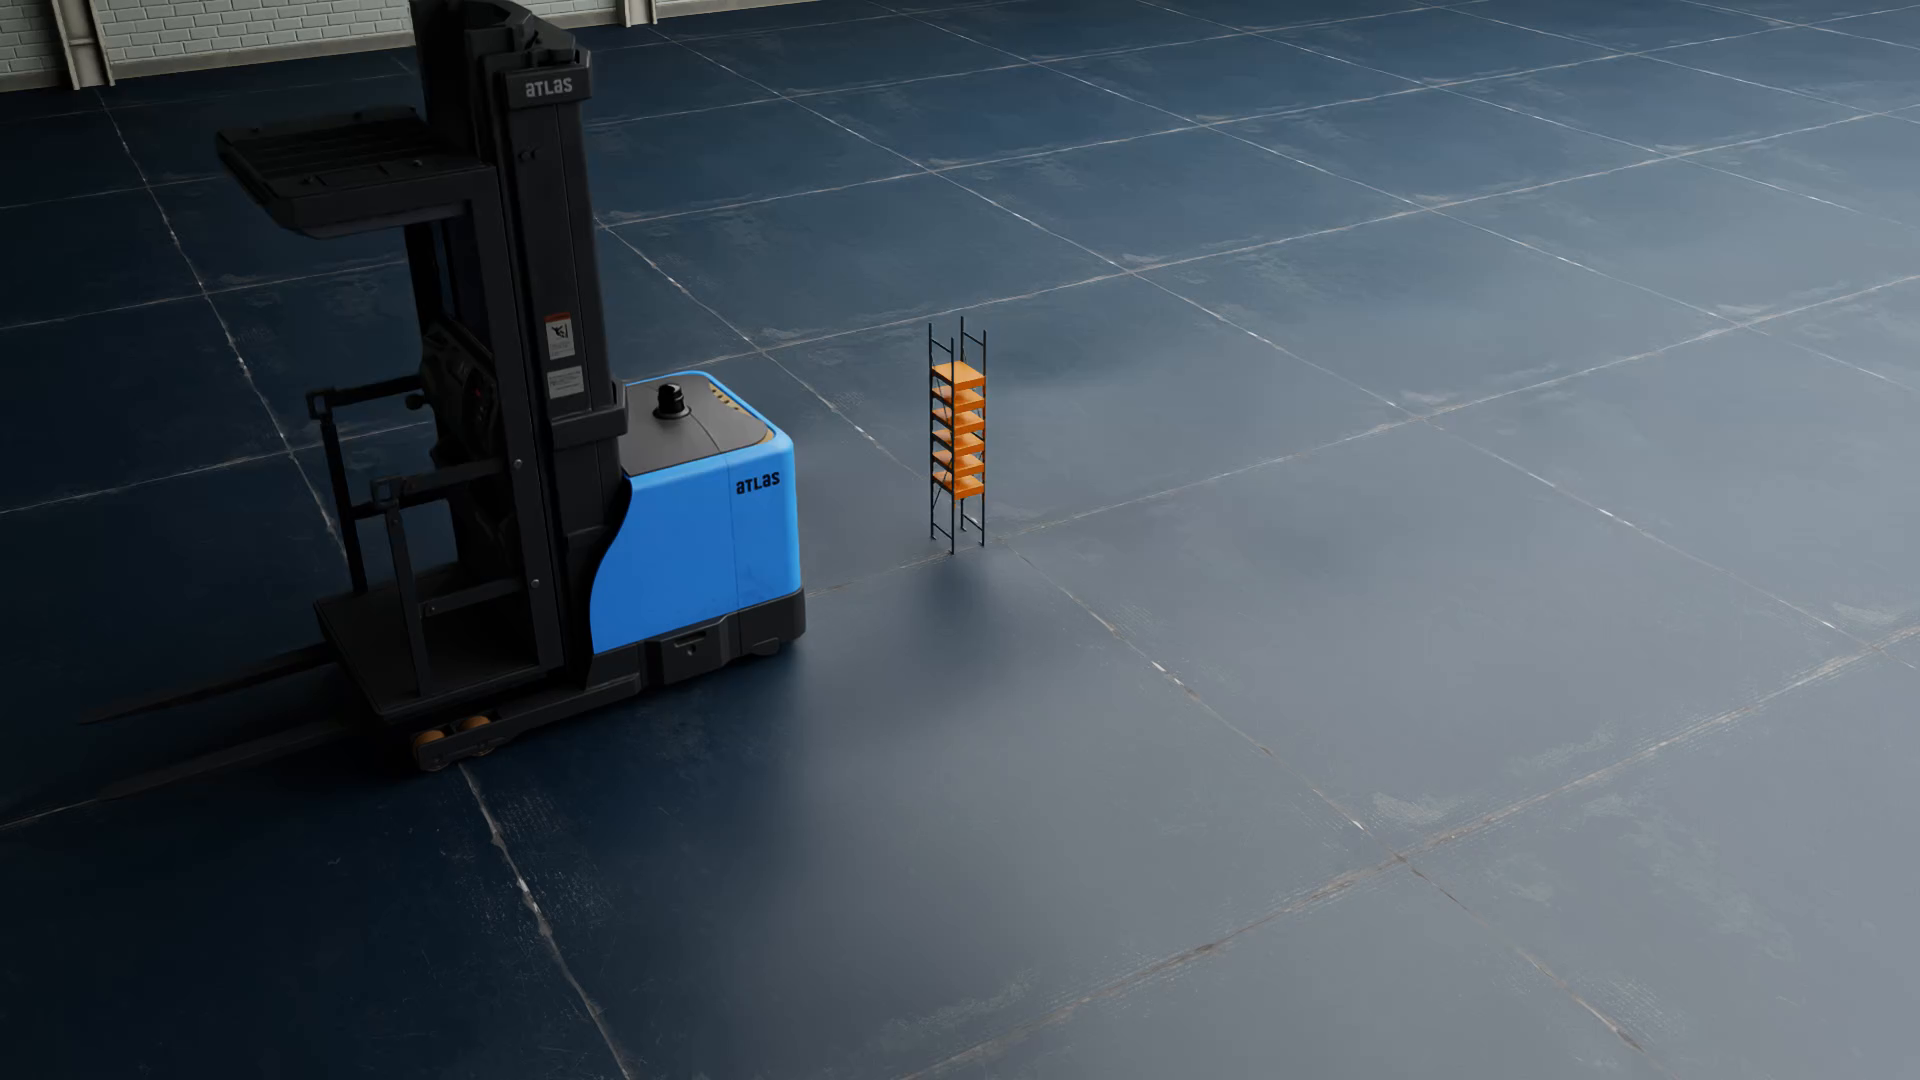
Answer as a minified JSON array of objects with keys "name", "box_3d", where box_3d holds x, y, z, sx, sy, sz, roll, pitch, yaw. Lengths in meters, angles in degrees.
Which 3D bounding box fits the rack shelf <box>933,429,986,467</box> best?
[{"name":"rack shelf","box_3d":[-0.012,-0.483,8.475,0.180,0.103,0.258,-16,33,-26]}]

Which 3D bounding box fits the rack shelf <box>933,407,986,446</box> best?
[{"name":"rack shelf","box_3d":[-0.012,-0.588,8.417,0.180,0.103,0.258,-16,33,-26]}]

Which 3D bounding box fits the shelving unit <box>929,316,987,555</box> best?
[{"name":"shelving unit","box_3d":[-0.012,-0.522,8.454,0.189,1.200,0.258,-16,33,-26]}]

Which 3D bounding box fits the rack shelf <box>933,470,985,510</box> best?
[{"name":"rack shelf","box_3d":[-0.012,-0.273,8.591,0.180,0.103,0.258,-16,33,-26]}]

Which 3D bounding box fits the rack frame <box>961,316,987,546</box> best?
[{"name":"rack frame","box_3d":[0.066,-0.544,8.494,0.006,1.200,0.240,-16,33,-26]}]

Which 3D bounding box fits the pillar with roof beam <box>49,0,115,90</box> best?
[{"name":"pillar with roof beam","box_3d":[-6.879,-6.907,11.952,0.400,9.000,9.100,-16,33,-26]}]

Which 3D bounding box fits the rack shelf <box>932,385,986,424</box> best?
[{"name":"rack shelf","box_3d":[-0.012,-0.693,8.359,0.180,0.103,0.258,-16,33,-26]}]

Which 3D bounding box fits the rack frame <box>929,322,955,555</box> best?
[{"name":"rack frame","box_3d":[-0.091,-0.499,8.413,0.006,1.200,0.240,-16,33,-26]}]

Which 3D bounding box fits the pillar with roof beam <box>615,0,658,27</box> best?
[{"name":"pillar with roof beam","box_3d":[-1.706,-8.376,14.614,0.400,9.000,9.100,-16,33,-26]}]

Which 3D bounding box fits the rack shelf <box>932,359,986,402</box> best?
[{"name":"rack shelf","box_3d":[-0.012,-0.798,8.301,0.180,0.103,0.258,-16,33,-26]}]

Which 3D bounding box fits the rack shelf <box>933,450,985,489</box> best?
[{"name":"rack shelf","box_3d":[-0.012,-0.378,8.533,0.180,0.103,0.258,-16,33,-26]}]

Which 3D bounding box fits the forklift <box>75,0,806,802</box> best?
[{"name":"forklift","box_3d":[-2.243,-0.604,6.811,3.031,2.935,1.130,-17,33,-28]}]
